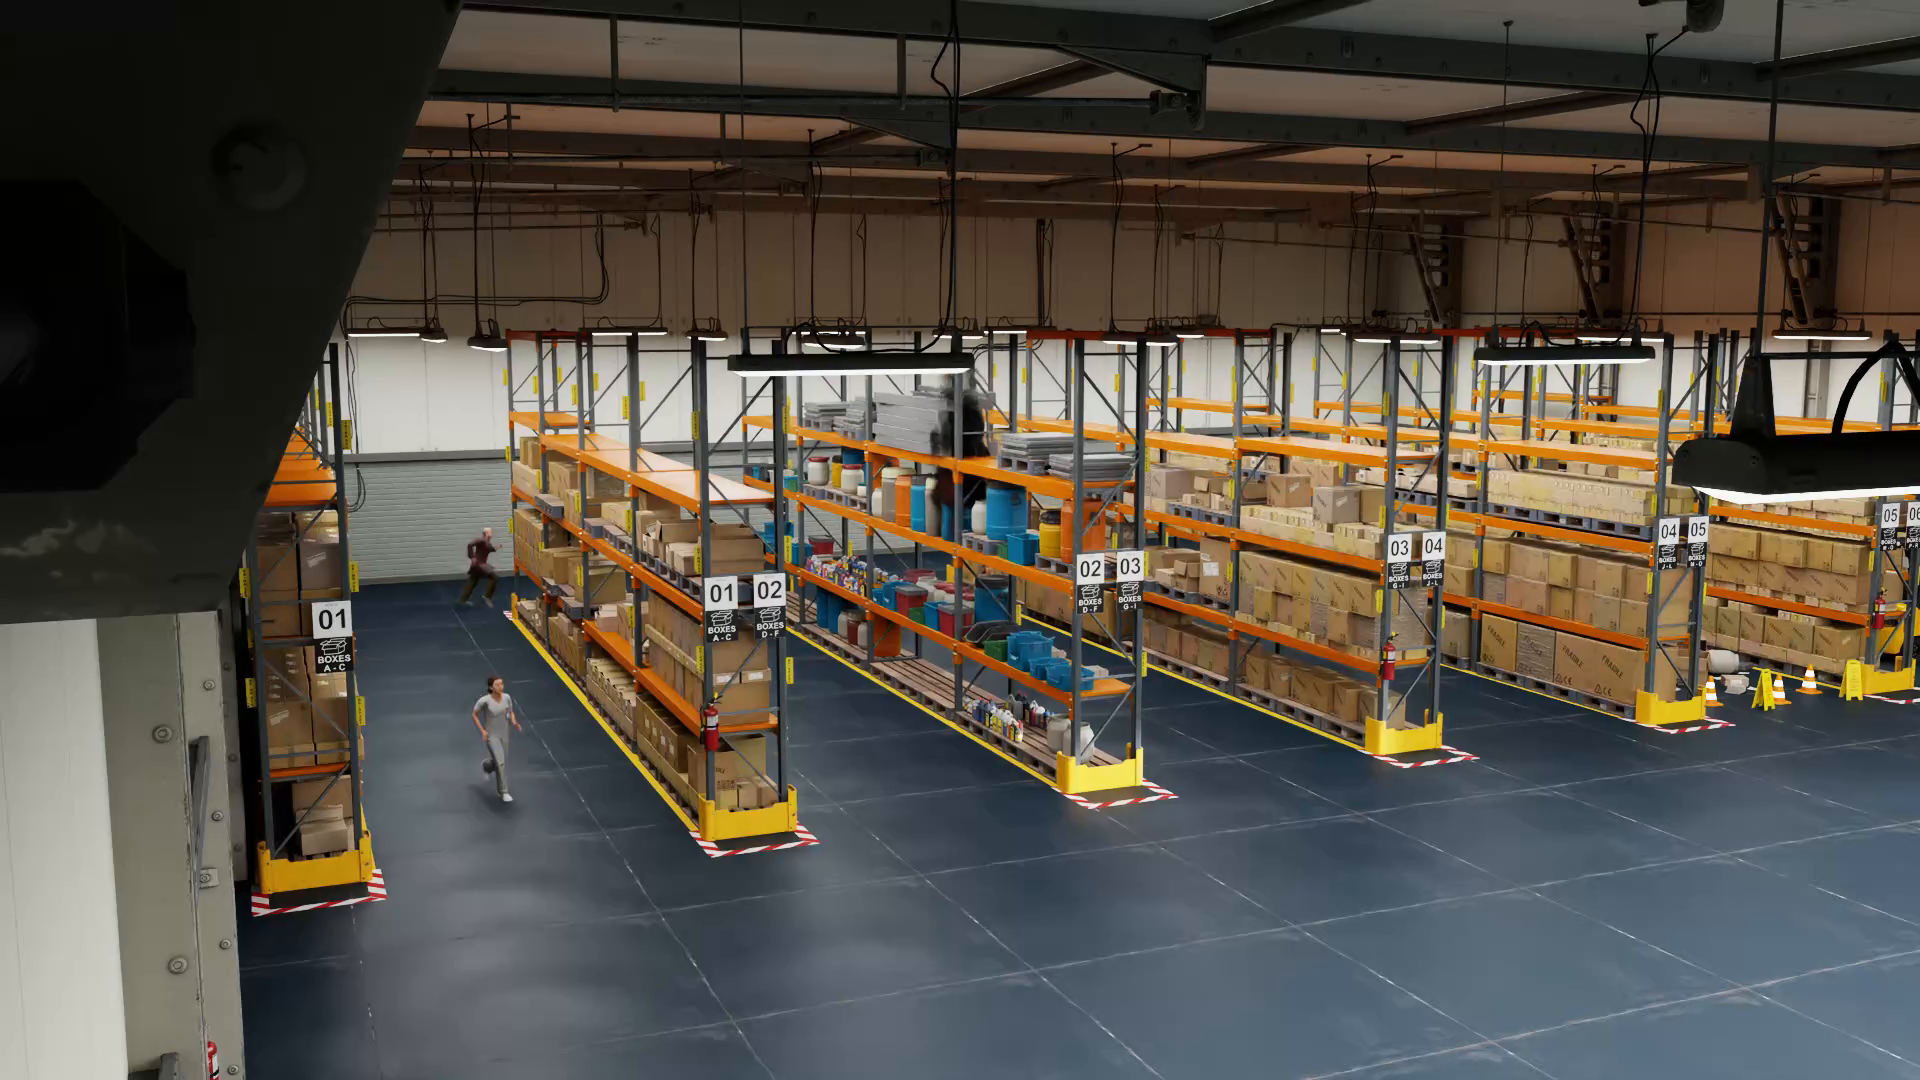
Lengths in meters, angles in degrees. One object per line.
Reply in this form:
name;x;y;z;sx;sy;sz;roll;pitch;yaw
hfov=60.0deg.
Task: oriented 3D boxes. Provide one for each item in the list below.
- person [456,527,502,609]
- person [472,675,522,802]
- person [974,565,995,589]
person;-10.364;0.606;35.797;1.007;1.764;0.693;-2;8;-17
person;-6.144;2.565;21.869;0.818;1.642;0.550;8;11;44
person;0.514;1.221;31.609;0.601;1.670;0.794;-6;10;-36
